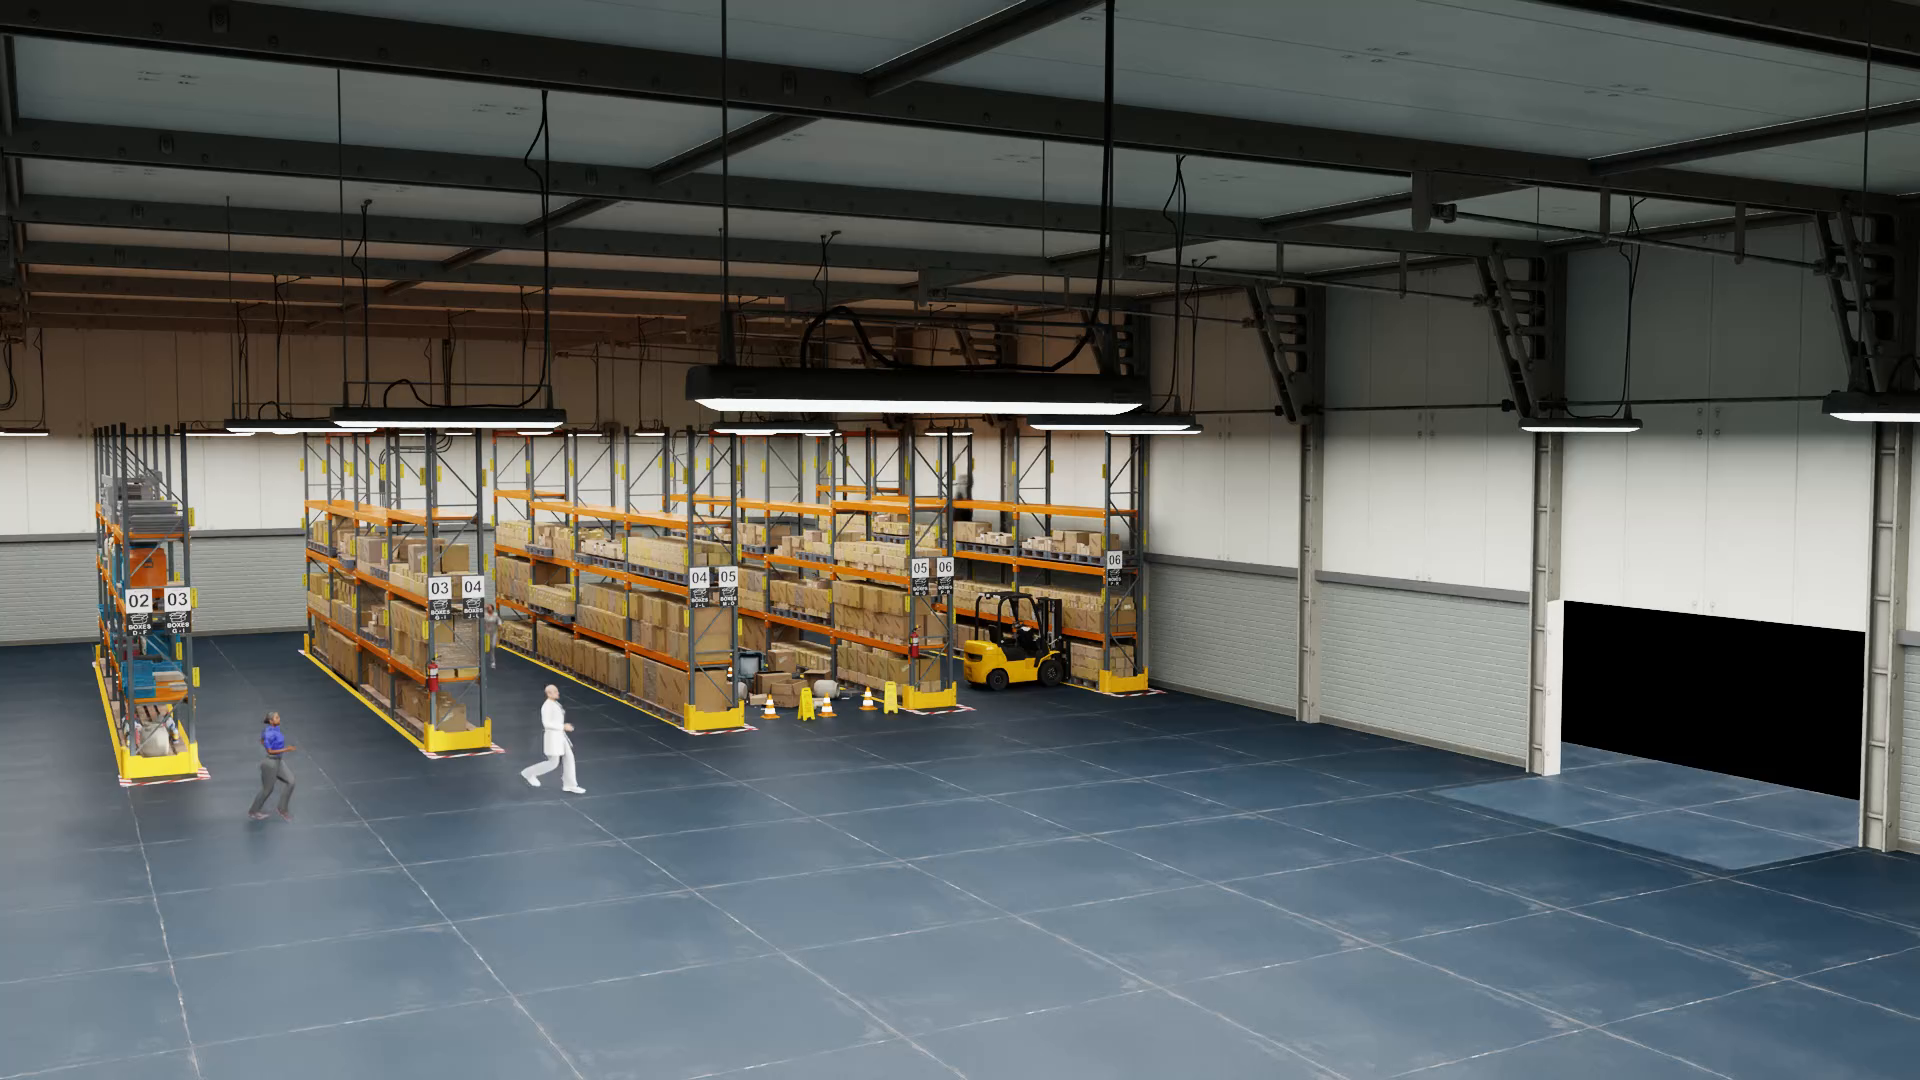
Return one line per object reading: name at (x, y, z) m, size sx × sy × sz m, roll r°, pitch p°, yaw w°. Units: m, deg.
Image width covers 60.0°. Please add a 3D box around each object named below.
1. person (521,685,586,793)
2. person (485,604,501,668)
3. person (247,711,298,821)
person at (-6.580, 3.226, 26.897) m, size 1.017 × 1.775 × 0.723 m, roll 0°, pitch 3°, yaw 1°
person at (-11.843, 2.398, 41.959) m, size 0.549 × 1.597 × 0.839 m, roll -2°, pitch 4°, yaw -25°
person at (-10.271, 3.402, 24.859) m, size 0.746 × 1.712 × 0.554 m, roll 0°, pitch 3°, yaw -6°
